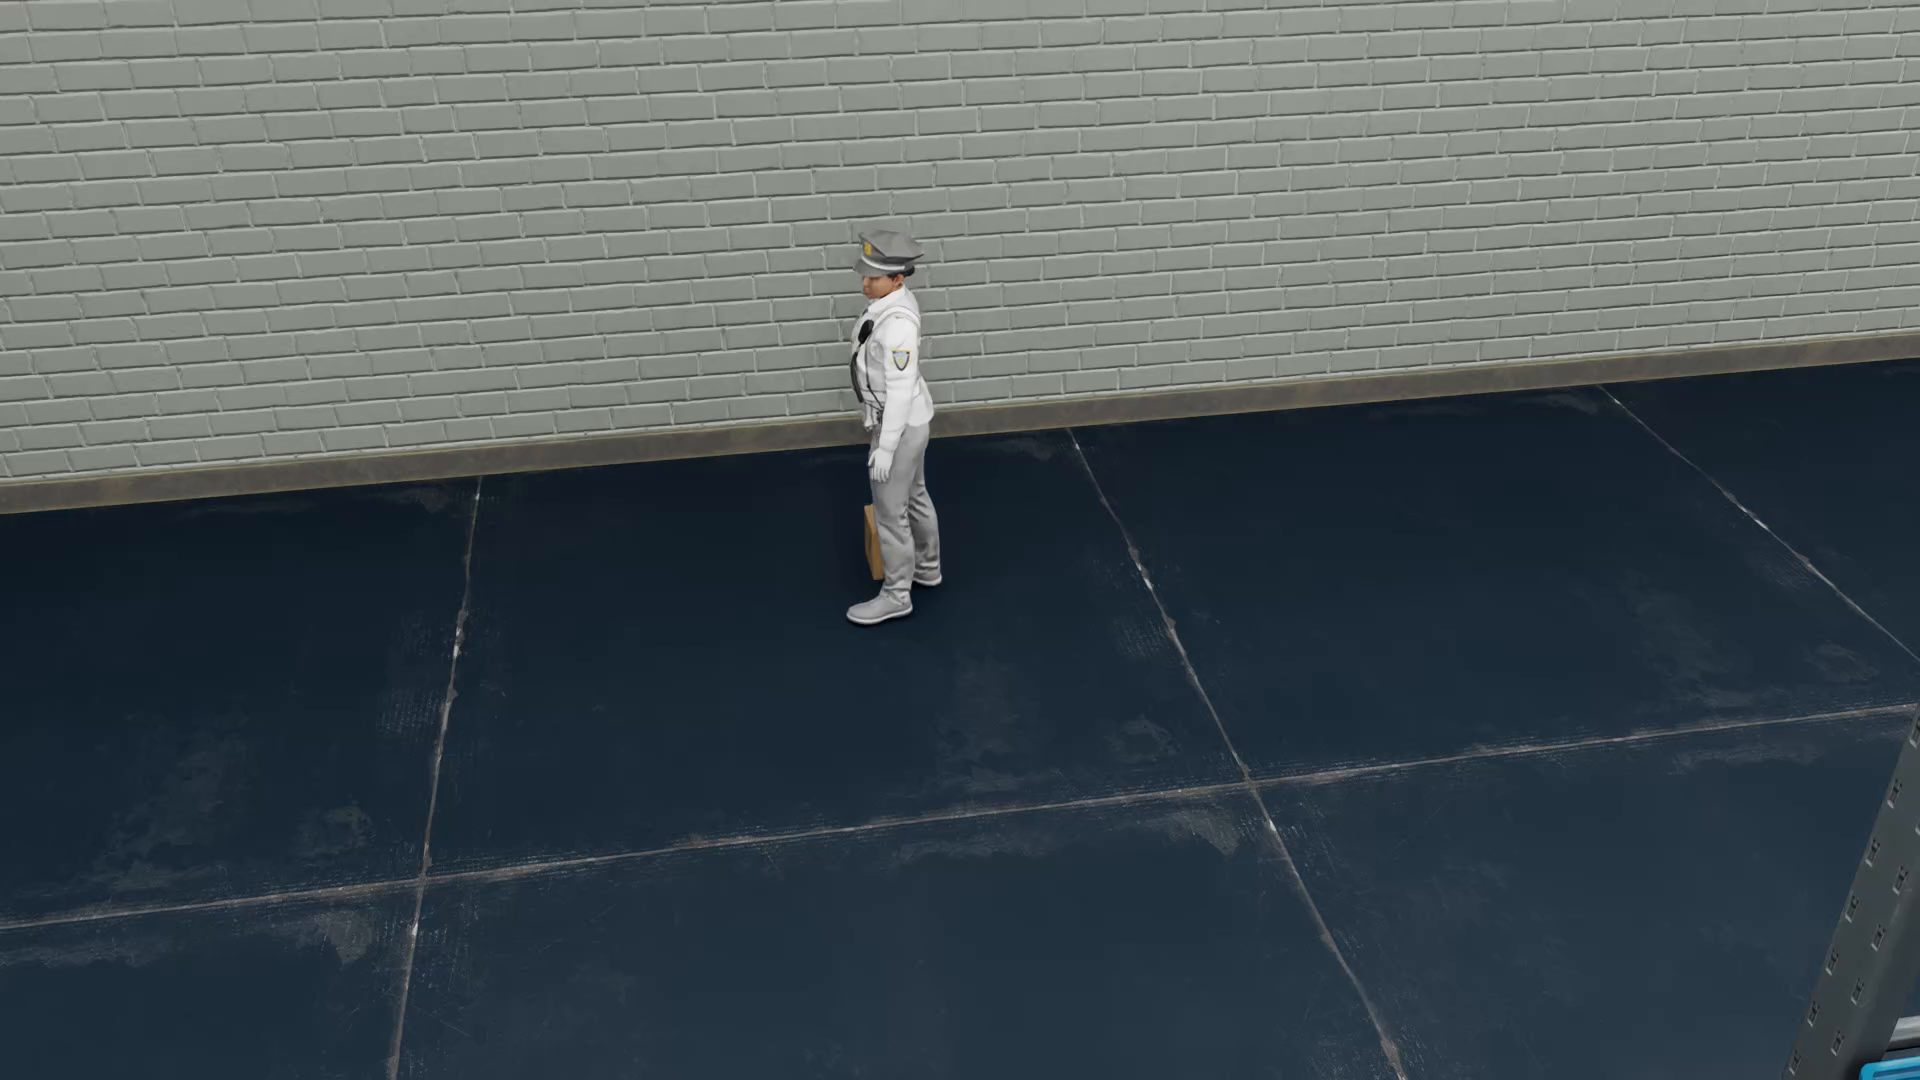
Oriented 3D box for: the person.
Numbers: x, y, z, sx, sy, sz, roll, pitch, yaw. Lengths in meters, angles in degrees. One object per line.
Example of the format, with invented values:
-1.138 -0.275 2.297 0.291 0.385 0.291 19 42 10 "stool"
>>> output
-0.285 -0.468 6.858 0.411 1.675 0.520 0 31 -1 "person"
